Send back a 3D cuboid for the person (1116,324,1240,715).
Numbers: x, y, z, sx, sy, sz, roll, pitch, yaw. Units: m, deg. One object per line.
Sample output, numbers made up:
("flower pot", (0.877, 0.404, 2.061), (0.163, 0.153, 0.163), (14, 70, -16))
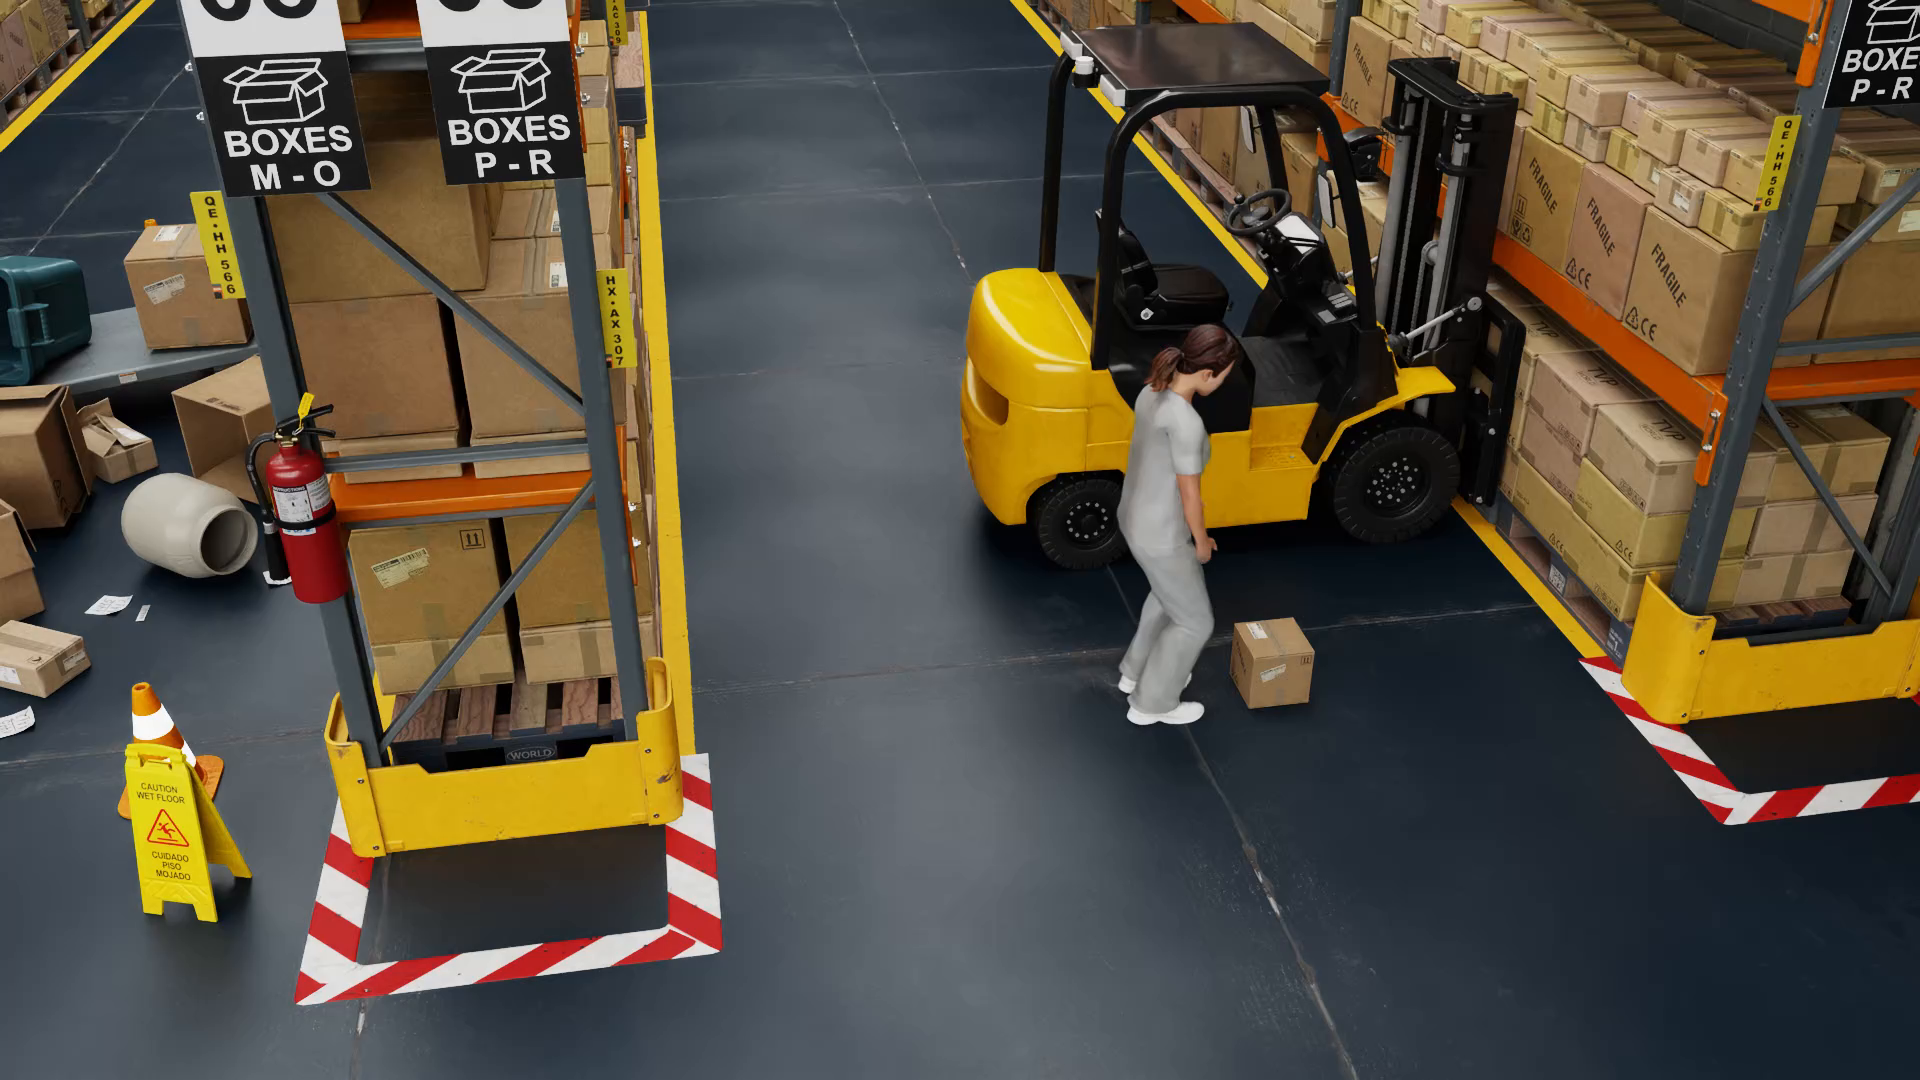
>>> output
("person", (0.797, -0.081, 6.280), (0.406, 1.559, 0.464), (-5, 31, -8))
